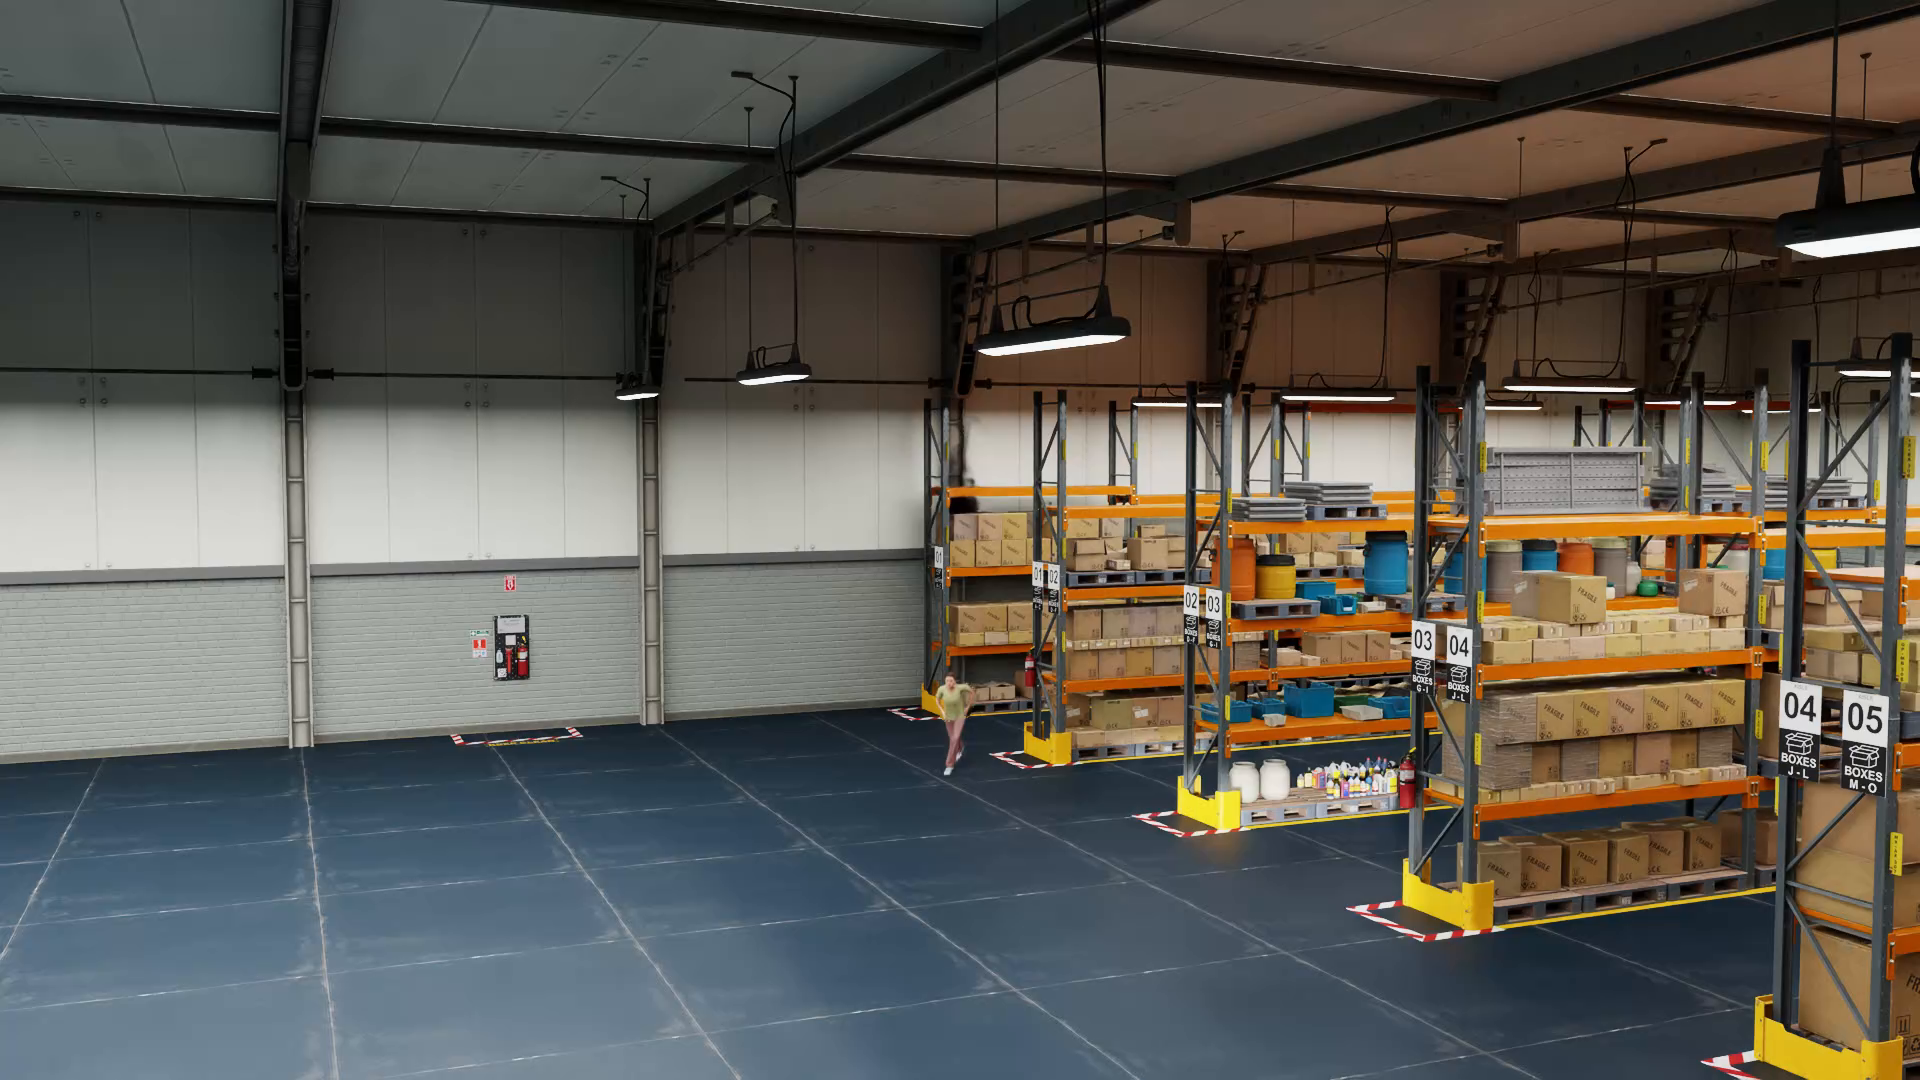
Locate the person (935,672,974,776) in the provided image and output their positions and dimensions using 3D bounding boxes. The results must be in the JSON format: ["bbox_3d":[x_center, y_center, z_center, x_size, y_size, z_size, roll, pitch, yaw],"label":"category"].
[{"bbox_3d":[-0.068,2.849,26.228,0.607,1.606,0.998,1,3,9],"label":"person"}]
